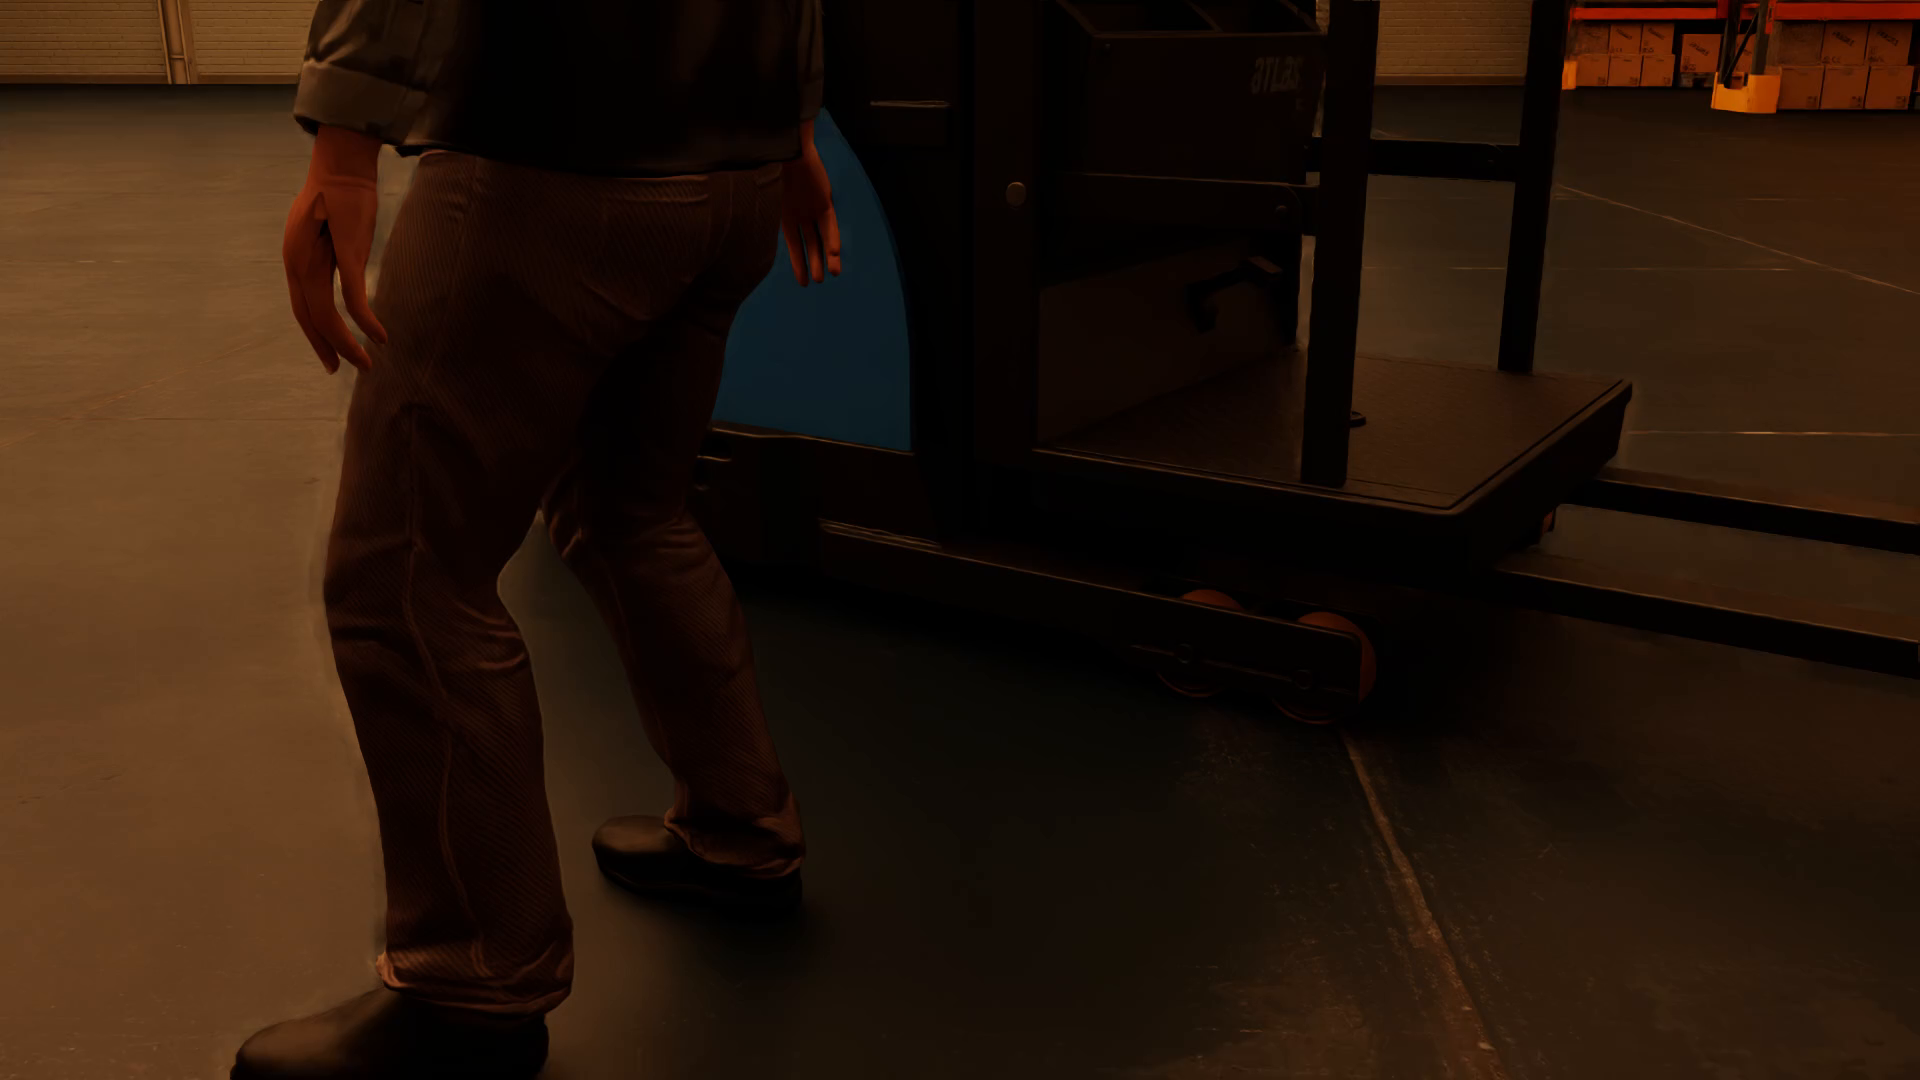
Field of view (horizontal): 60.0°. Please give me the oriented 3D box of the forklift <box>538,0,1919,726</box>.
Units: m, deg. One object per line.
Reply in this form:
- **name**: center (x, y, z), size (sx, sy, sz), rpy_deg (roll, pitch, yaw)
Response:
- **forklift**: center (0.577, -1.302, 2.624), size (3.031, 2.935, 1.130), rpy_deg (11, 20, 32)

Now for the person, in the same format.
- **person**: center (-0.392, -0.352, 1.657), size (0.389, 1.695, 0.823), rpy_deg (6, 18, 19)
